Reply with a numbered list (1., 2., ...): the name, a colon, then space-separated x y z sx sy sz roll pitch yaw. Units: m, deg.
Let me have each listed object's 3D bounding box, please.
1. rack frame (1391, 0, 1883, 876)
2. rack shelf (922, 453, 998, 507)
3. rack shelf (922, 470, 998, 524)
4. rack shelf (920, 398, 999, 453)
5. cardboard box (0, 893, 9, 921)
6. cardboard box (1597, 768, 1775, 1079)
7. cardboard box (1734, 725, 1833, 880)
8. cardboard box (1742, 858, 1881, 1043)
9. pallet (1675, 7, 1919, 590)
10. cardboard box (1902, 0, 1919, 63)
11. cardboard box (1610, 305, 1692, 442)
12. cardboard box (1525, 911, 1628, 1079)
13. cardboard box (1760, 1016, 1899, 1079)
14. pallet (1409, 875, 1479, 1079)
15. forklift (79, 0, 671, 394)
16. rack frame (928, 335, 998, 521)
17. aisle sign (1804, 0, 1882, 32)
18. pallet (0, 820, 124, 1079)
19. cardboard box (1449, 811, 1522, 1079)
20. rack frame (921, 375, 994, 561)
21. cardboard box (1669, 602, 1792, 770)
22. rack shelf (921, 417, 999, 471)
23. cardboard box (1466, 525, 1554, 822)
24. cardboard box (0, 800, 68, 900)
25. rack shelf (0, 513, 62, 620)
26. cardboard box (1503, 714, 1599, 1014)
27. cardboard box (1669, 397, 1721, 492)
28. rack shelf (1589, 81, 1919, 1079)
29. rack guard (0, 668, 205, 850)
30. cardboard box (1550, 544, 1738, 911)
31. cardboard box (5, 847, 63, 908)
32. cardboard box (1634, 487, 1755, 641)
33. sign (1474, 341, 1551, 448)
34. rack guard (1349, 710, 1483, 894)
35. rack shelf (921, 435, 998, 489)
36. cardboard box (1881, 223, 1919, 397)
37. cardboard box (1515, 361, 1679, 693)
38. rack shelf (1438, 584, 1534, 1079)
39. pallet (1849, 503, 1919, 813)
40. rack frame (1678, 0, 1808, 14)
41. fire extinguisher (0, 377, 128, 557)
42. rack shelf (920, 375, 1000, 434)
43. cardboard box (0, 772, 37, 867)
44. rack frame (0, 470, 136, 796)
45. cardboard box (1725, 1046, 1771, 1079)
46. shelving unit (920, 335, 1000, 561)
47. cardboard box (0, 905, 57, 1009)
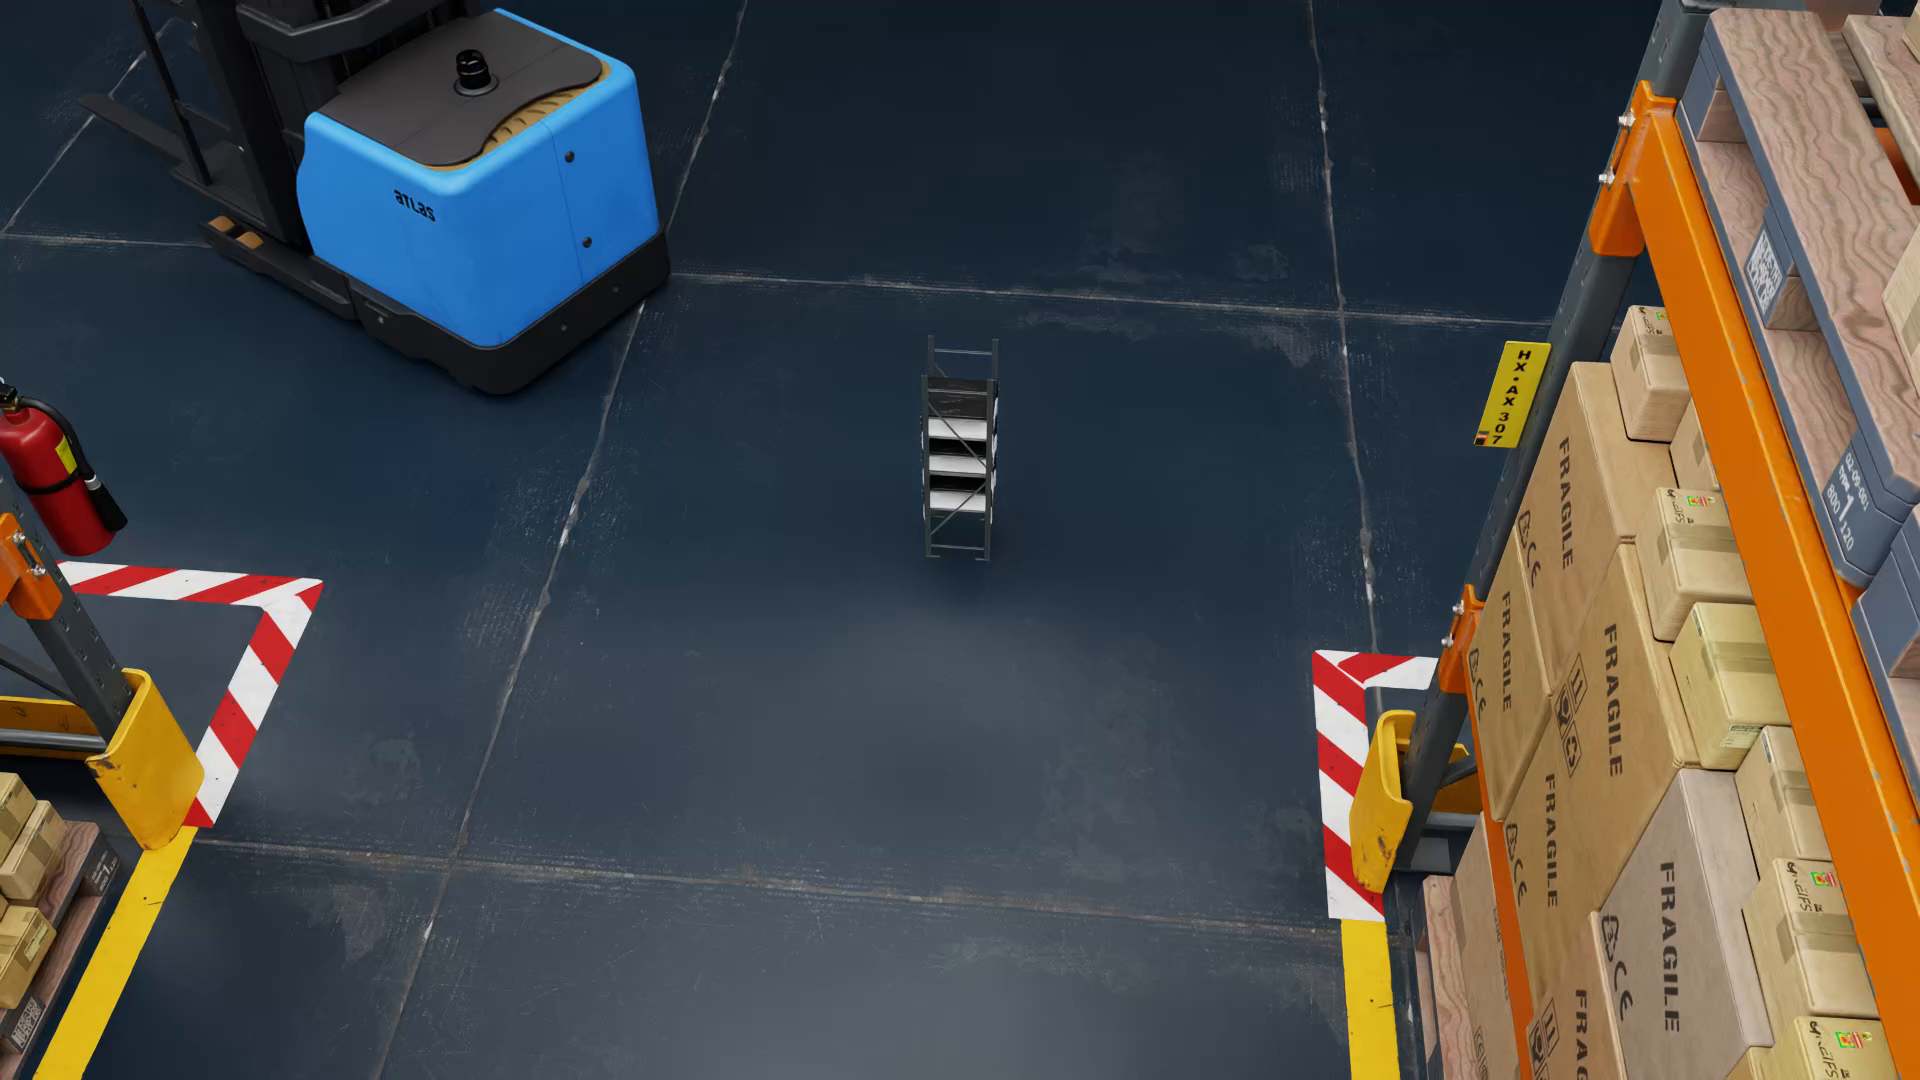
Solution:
1. rack frame: 1.840 0.024 4.195 1.000 3.000 0.127 4 48 4
2. rack shelf: 0.001 -0.226 6.014 0.258 0.077 0.200 4 48 4
3. rack shelf: 0.001 -0.166 6.081 0.258 0.077 0.200 4 48 4
4. rack shelf: 0.001 -0.409 5.815 0.258 0.077 0.200 4 48 4
5. cardboard box: -2.940 1.081 4.674 0.380 0.149 0.250 3 48 3
6. cardboard box: 1.434 0.746 2.790 0.500 0.500 0.500 4 48 3
7. cardboard box: 1.464 0.448 2.622 0.380 0.149 0.250 4 48 4
8. cardboard box: 1.399 0.629 2.457 0.380 0.149 0.250 4 48 4
9. pallet: 1.783 -0.412 2.621 1.003 0.211 1.213 4 48 4
10. cardboard box: 1.889 -0.776 2.643 0.500 0.250 0.500 0 48 0
11. cardboard box: 1.532 -0.323 3.328 0.380 0.149 0.250 5 48 4
12. cardboard box: 1.428 1.070 3.171 0.500 0.500 0.500 4 48 3
13. cardboard box: 1.349 0.813 2.288 0.380 0.149 0.250 3 48 3
14. pallet: 1.845 1.558 4.682 1.003 0.211 1.213 4 48 4
15. forklift: -2.746 -2.465 6.518 3.031 2.935 1.130 28 54 23
16. rack frame: 0.010 -0.384 5.992 0.240 0.900 0.006 4 48 4
17. aisle sign: 1.558 -0.925 3.302 0.394 0.787 0.004 4 48 4
18. pallet: -3.215 1.357 4.865 1.003 0.211 1.213 4 48 4
19. cardboard box: 1.880 1.239 4.536 0.875 0.438 0.875 2 48 2
20. rack frame: -0.009 -0.235 5.855 0.240 0.900 0.006 4 48 4
21. cardboard box: 1.435 0.252 2.802 0.380 0.149 0.250 2 48 2
22. rack shelf: 0.001 -0.348 5.882 0.258 0.077 0.200 4 48 4
23. cardboard box: 1.511 0.324 3.853 0.500 0.500 0.500 4 48 3
24. cardboard box: -2.862 0.893 4.846 0.380 0.149 0.250 3 48 2
25. rack shelf: -3.281 1.478 3.353 1.077 0.370 4.000 4 48 4
26. cardboard box: 1.492 0.698 3.511 0.500 0.500 0.500 3 48 3
27. cardboard box: 1.579 -0.126 3.148 0.380 0.149 0.250 5 48 4
28. rack shelf: 1.658 0.725 2.009 1.077 0.370 4.000 4 48 4
29. rack guard: -3.105 0.665 5.303 1.175 0.500 0.348 4 48 4
30. cardboard box: 1.473 0.367 3.136 0.500 0.500 0.500 3 48 2
31. cardboard box: -2.939 0.987 4.962 0.380 0.149 0.250 5 48 4
32. cardboard box: 1.441 0.057 2.980 0.380 0.149 0.250 5 48 5
33. sign: 1.288 -0.336 3.884 0.100 0.325 0.005 4 48 4
34. rack guard: 1.842 0.850 5.133 1.175 0.500 0.348 4 48 4
35. rack shelf: 0.001 -0.287 5.948 0.258 0.077 0.200 4 48 4
36. cardboard box: 1.512 -0.294 2.272 0.380 0.149 0.250 5 48 5
37. cardboard box: 1.513 -0.013 3.484 0.500 0.500 0.500 3 48 3
38. rack shelf: 1.658 1.737 3.116 1.077 0.370 4.000 4 48 4
39. pallet: 1.674 0.487 1.799 1.003 0.211 1.213 4 48 4
40. rack frame: 1.840 -2.000 1.981 1.000 3.000 0.127 4 48 4
41. fire extinguisher: -2.616 -0.236 4.738 0.296 0.674 0.183 4 48 4
42. rack shelf: 0.001 -0.469 5.749 0.258 0.077 0.200 4 48 4
43. cardboard box: -2.894 0.792 4.737 0.380 0.149 0.250 4 48 4
44. rack frame: -3.098 -0.234 4.431 1.000 3.000 0.127 4 48 4
45. cardboard box: 1.389 1.112 2.454 0.500 0.500 0.500 4 48 4
46. shelving unit: 0.001 -0.310 5.923 0.258 0.900 0.210 4 48 4
47. cardboard box: -2.861 1.183 4.783 0.380 0.149 0.250 5 48 5
